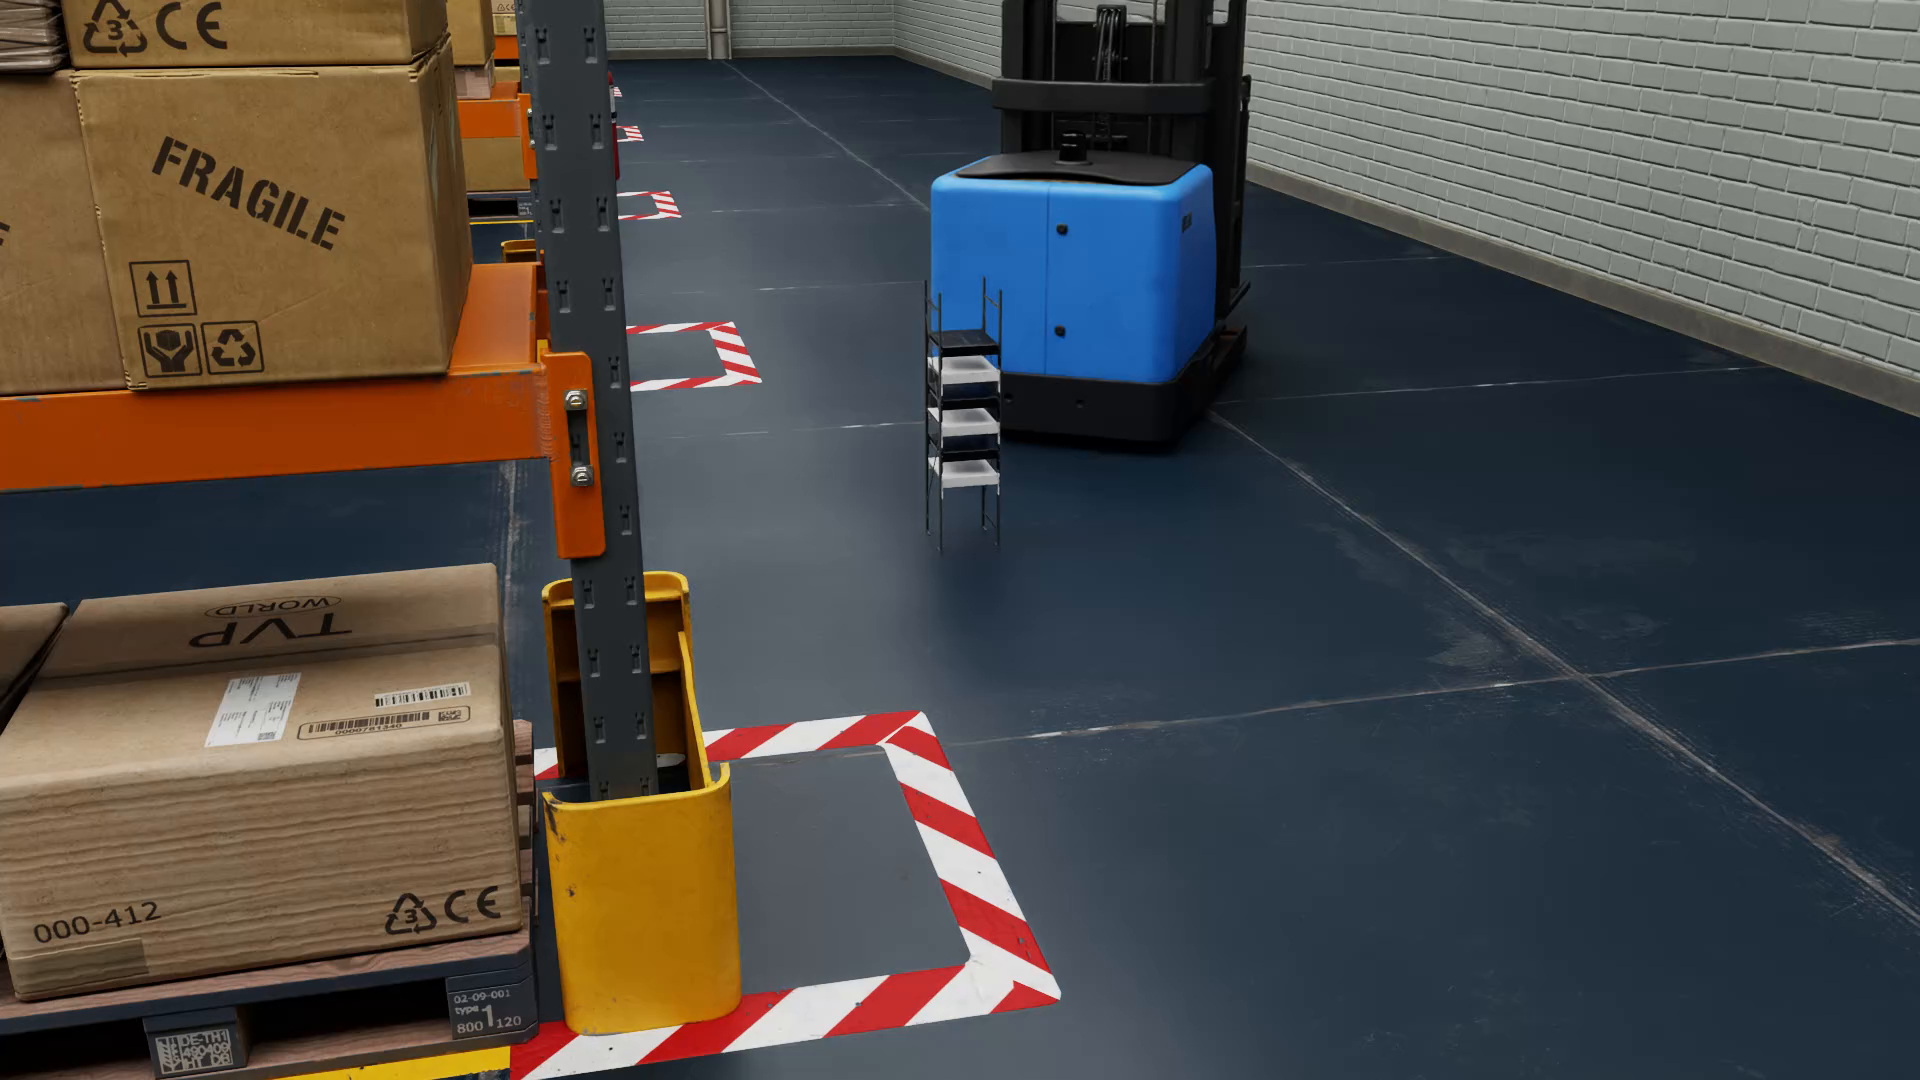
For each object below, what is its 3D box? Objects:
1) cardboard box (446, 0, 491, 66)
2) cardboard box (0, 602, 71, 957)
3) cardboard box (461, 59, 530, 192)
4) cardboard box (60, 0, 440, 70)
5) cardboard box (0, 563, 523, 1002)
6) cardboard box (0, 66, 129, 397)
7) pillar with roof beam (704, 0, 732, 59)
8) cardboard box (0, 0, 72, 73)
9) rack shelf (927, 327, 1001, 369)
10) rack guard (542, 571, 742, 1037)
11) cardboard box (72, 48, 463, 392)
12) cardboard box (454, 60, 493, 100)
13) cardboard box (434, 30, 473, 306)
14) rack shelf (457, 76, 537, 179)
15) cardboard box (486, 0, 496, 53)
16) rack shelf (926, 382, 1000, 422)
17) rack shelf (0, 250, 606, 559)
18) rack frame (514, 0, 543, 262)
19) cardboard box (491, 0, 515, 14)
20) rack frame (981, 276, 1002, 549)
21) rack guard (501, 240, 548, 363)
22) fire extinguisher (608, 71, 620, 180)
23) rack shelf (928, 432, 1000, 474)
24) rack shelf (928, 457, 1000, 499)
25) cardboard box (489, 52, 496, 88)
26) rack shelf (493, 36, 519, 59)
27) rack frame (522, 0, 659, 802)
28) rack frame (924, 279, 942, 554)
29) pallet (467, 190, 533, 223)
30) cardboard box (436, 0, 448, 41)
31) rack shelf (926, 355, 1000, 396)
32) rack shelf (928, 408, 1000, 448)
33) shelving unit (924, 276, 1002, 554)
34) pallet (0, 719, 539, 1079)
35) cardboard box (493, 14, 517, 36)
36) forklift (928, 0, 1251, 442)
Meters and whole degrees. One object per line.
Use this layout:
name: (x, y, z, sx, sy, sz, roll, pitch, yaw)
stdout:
cardboard box: (-2.363, -2.369, 7.342, 0.500, 0.500, 0.500, -4, 21, -11)
cardboard box: (-2.255, 0.512, 3.170, 0.875, 0.438, 0.875, -4, 21, -11)
cardboard box: (-3.632, -3.094, 12.378, 0.875, 0.875, 0.875, -5, 21, -12)
cardboard box: (-1.162, -1.053, 2.730, 0.500, 0.500, 0.500, -4, 20, -11)
cardboard box: (-1.367, 0.437, 3.375, 0.875, 0.438, 0.875, -5, 21, -14)
cardboard box: (-1.648, -0.540, 2.783, 0.500, 0.500, 0.500, -5, 21, -14)
pillar with roof beam: (-3.028, -10.825, 22.283, 0.400, 9.000, 9.100, -5, 21, -12)
cardboard box: (-1.664, -1.002, 2.590, 0.500, 0.500, 0.500, -5, 21, -12)
rack shelf: (0.008, -0.645, 5.580, 0.200, 0.077, 0.258, -5, 21, -12)
rack guard: (-0.724, 0.517, 3.676, 0.348, 0.500, 1.175, -5, 21, -12)
cardboard box: (-1.156, -0.575, 2.878, 0.500, 0.500, 0.500, -5, 21, -12)
cardboard box: (-2.237, -2.065, 7.457, 0.250, 0.149, 0.380, -5, 21, -12)
cardboard box: (-1.280, -0.760, 3.382, 0.500, 0.500, 0.500, -5, 21, -13)
rack shelf: (-3.931, -1.808, 7.434, 4.000, 0.370, 1.077, -5, 21, -12)
cardboard box: (-2.485, -2.547, 7.829, 0.500, 0.500, 0.500, -4, 20, -10)
rack shelf: (0.008, -0.476, 5.642, 0.200, 0.077, 0.258, -5, 21, -12)
rack shelf: (-2.694, -0.159, 2.932, 4.000, 0.370, 1.077, -5, 21, -12)
rack frame: (-1.985, -2.304, 7.742, 0.127, 3.000, 1.000, -5, 21, -12)
cardboard box: (-3.438, -3.914, 11.924, 0.500, 0.250, 0.500, -5, 21, -13)
rack frame: (0.107, -0.431, 5.684, 0.006, 0.900, 0.240, -5, 21, -12)
rack guard: (-2.059, -1.124, 8.156, 0.348, 0.500, 1.175, -5, 21, -12)
fire extinguisher: (-1.633, -1.958, 7.452, 0.183, 0.674, 0.296, -5, 21, -12)
rack shelf: (0.008, -0.307, 5.704, 0.200, 0.077, 0.258, -5, 21, -12)
rack shelf: (0.008, -0.223, 5.735, 0.200, 0.077, 0.258, -5, 21, -12)
cardboard box: (-2.375, -2.270, 8.015, 0.250, 0.149, 0.380, -5, 21, -13)
rack shelf: (-4.974, -3.476, 11.988, 4.000, 0.370, 1.077, -5, 21, -12)
rack frame: (-0.747, -0.655, 3.241, 0.127, 3.000, 1.000, -5, 21, -12)
rack frame: (-0.091, -0.415, 5.640, 0.006, 0.900, 0.240, -5, 21, -12)
pallet: (-3.788, -2.573, 12.532, 1.213, 0.211, 1.003, -5, 21, -12)
cardboard box: (-1.280, -1.228, 3.208, 0.500, 0.500, 0.500, -5, 21, -14)
rack shelf: (0.008, -0.561, 5.611, 0.200, 0.077, 0.258, -5, 21, -12)
rack shelf: (0.008, -0.392, 5.673, 0.200, 0.077, 0.258, -5, 21, -12)
shelving unit: (0.008, -0.423, 5.662, 0.210, 0.900, 0.258, -5, 21, -12)
pallet: (-1.507, 0.744, 3.476, 1.213, 0.211, 1.003, -5, 21, -12)
cardboard box: (-3.298, -3.716, 11.962, 0.250, 0.149, 0.380, -4, 21, -11)
forklift: (0.798, -2.244, 7.681, 1.130, 2.935, 3.031, 6, 21, 16)
